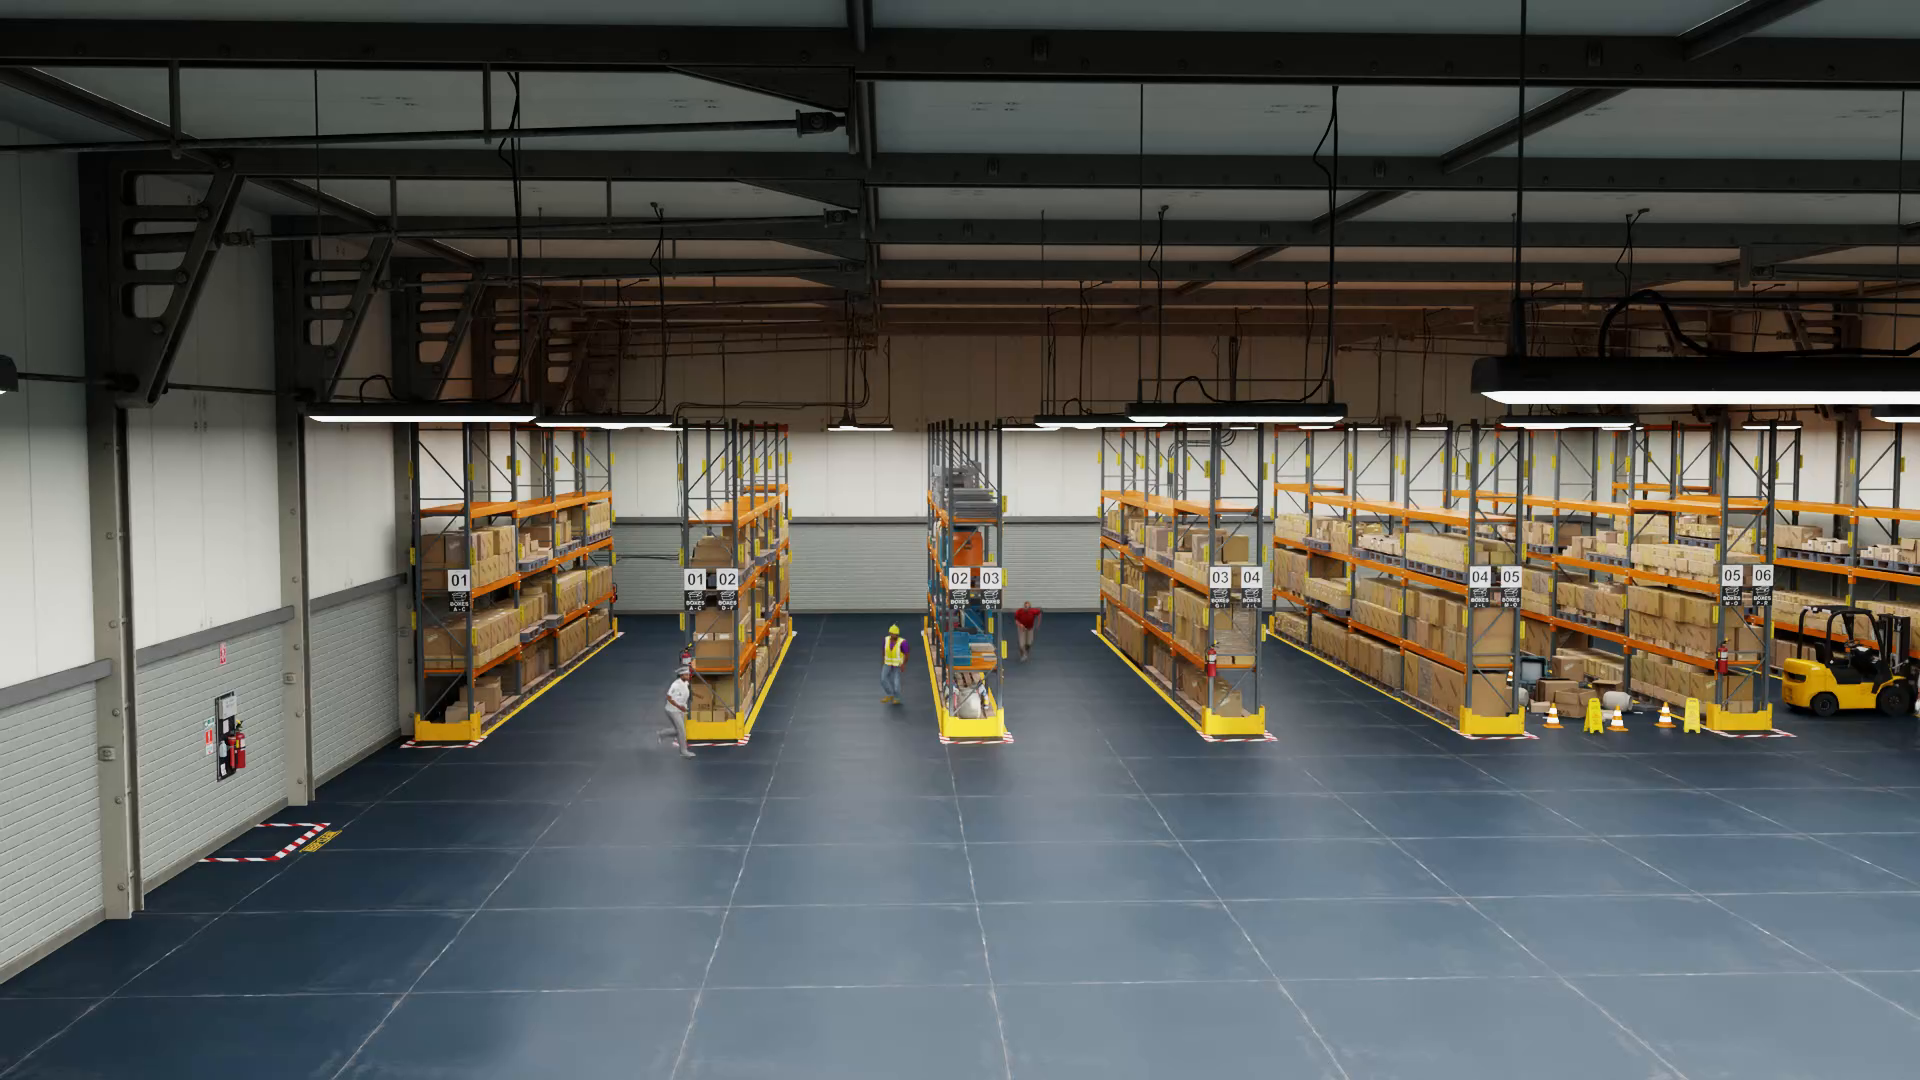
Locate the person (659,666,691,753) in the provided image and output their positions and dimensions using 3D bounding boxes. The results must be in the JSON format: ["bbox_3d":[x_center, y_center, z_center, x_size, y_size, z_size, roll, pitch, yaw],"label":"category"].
[{"bbox_3d":[-5.066,2.994,29.427,0.697,1.570,0.560,2,4,27],"label":"person"}]

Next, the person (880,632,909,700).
[{"bbox_3d":[-1.376,2.603,34.932,0.694,1.597,0.733,1,4,15],"label":"person"}]

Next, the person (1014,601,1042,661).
[{"bbox_3d":[1.704,2.288,41.628,0.701,1.553,0.832,0,4,-4],"label":"person"}]

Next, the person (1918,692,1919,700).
[{"bbox_3d":[17.441,2.622,29.510,0.641,0.932,0.639,0,4,-1],"label":"person"}]
